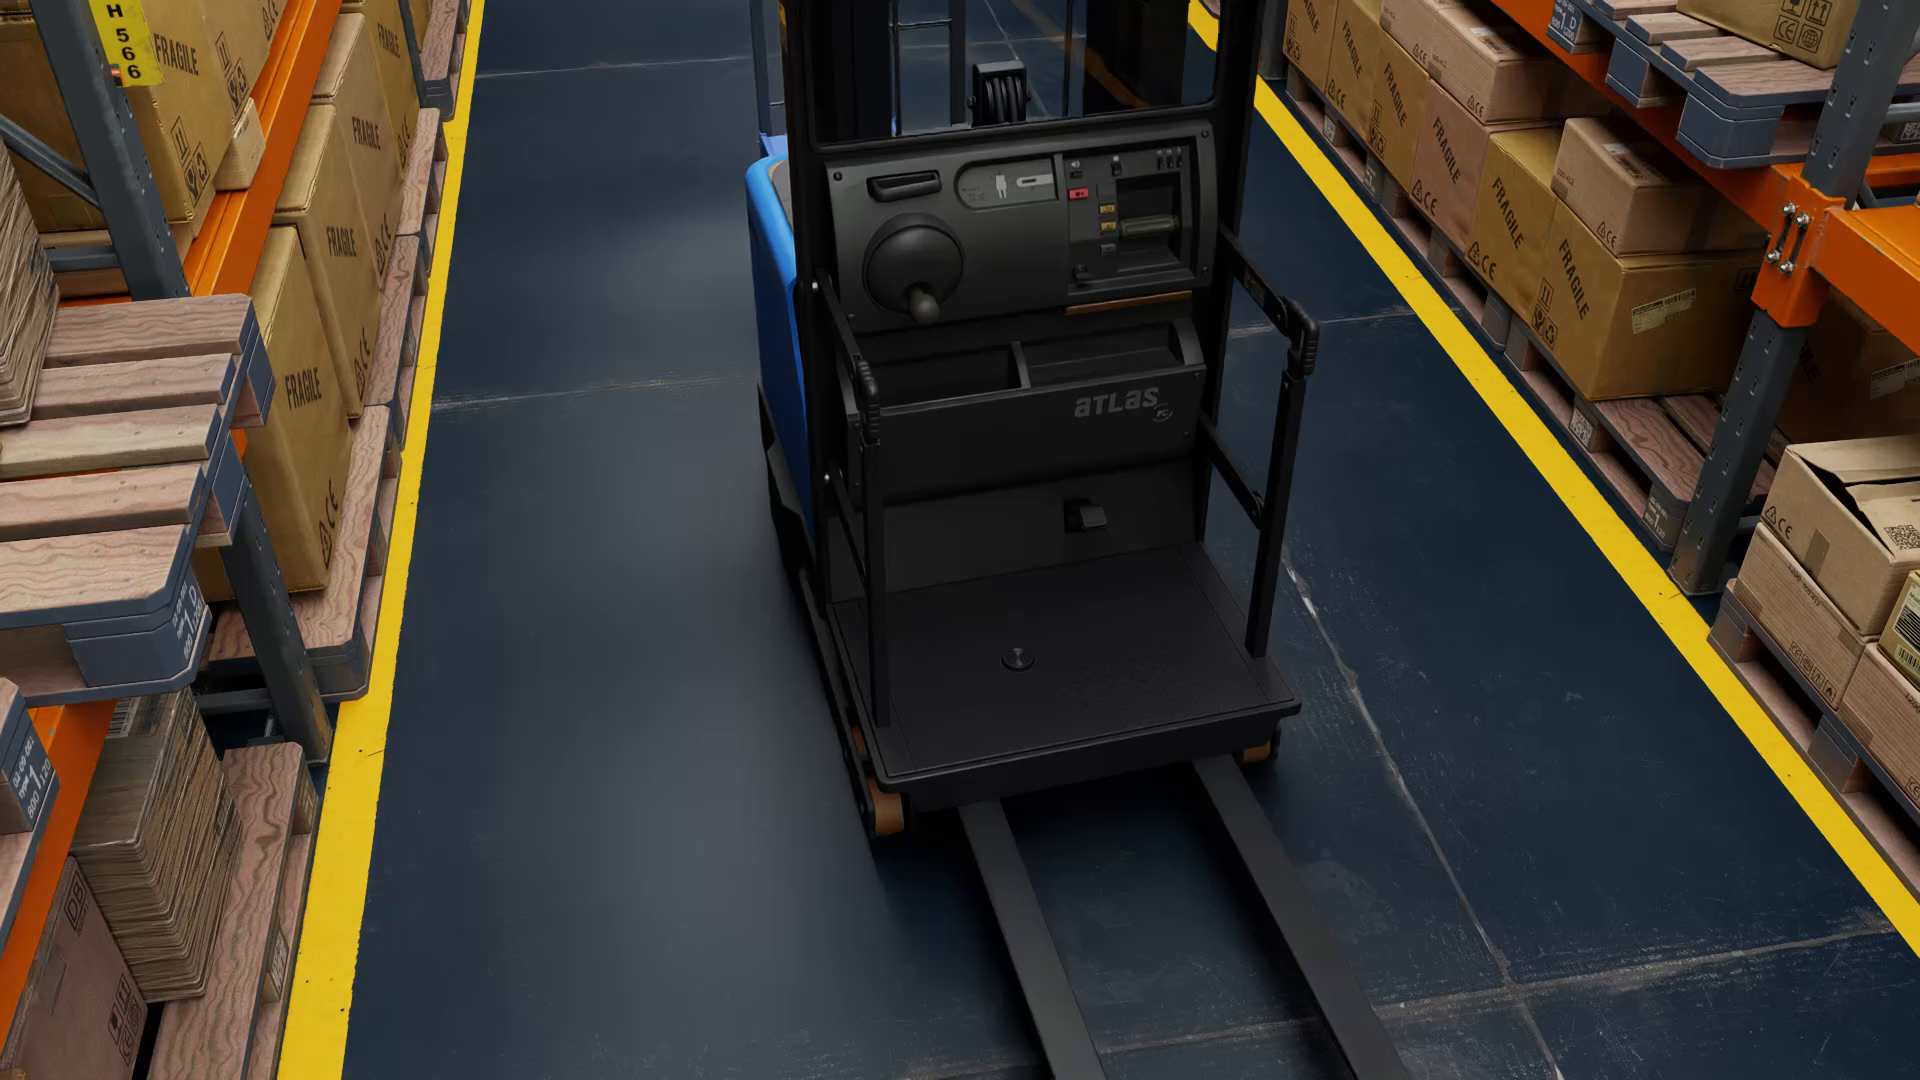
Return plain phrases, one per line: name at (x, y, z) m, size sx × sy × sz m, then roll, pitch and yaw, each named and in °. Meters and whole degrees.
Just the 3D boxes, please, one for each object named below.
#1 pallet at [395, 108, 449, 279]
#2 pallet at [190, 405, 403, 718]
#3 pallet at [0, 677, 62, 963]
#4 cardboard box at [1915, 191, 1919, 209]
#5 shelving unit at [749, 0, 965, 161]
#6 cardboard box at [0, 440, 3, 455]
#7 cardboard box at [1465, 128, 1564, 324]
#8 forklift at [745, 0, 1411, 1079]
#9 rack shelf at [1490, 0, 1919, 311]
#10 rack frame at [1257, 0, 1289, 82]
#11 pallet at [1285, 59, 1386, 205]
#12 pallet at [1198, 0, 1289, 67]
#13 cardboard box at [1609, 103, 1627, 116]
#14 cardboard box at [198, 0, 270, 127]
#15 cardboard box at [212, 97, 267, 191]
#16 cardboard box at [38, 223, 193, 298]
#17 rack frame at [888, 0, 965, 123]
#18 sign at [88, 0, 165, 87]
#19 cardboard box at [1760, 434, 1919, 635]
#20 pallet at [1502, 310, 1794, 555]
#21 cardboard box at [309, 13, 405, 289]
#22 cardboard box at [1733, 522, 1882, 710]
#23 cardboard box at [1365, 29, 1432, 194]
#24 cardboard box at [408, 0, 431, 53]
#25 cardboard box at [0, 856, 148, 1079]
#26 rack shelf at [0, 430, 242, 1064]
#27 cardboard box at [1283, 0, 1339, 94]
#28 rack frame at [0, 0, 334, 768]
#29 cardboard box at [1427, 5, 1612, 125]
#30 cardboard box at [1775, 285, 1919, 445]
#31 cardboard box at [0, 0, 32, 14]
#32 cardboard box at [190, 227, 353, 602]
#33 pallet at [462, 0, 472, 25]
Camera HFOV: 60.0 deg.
pallet at (-2.693, -1.419, 6.905) m, size 1.003 × 0.211 × 1.213 m, roll -6°, pitch 38°, yaw -8°
pallet at (-2.266, 0.054, 5.008) m, size 1.003 × 0.211 × 1.213 m, roll -6°, pitch 38°, yaw -8°
pallet at (-1.814, 0.705, 2.054) m, size 1.003 × 0.211 × 1.213 m, roll -6°, pitch 38°, yaw -8°
cardboard box at (2.695, -0.838, 3.956) m, size 0.500 × 0.311 × 0.500 m, roll -4°, pitch 38°, yaw -5°
shelving unit at (-0.362, -1.309, 5.713) m, size 0.538 × 1.500 × 1.048 m, roll -9°, pitch 39°, yaw -12°
cardboard box at (-1.985, -0.158, 2.569) m, size 0.700 × 0.500 × 0.500 m, roll -10°, pitch 39°, yaw -12°
cardboard box at (2.189, -1.136, 5.947) m, size 0.500 × 0.500 × 0.500 m, roll -8°, pitch 38°, yaw -10°
forklift at (0.214, -0.665, 3.717) m, size 1.130 × 2.935 × 3.031 m, roll -9°, pitch 39°, yaw -12°
rack shelf at (2.324, -2.021, 5.993) m, size 1.077 × 0.370 × 4.000 m, roll -6°, pitch 38°, yaw -8°
rack frame at (1.973, -3.513, 7.328) m, size 1.000 × 3.000 × 0.127 m, roll -6°, pitch 38°, yaw -8°
pallet at (2.153, -1.925, 7.556) m, size 1.003 × 0.211 × 1.213 m, roll -6°, pitch 38°, yaw -8°
pallet at (1.854, -2.827, 8.717) m, size 1.003 × 0.211 × 1.213 m, roll -6°, pitch 38°, yaw -8°
cardboard box at (2.599, -1.524, 6.445) m, size 0.500 × 0.500 × 0.500 m, roll -7°, pitch 38°, yaw -9°
cardboard box at (-2.117, -1.365, 4.222) m, size 0.500 × 0.500 × 0.500 m, roll -5°, pitch 38°, yaw -6°
cardboard box at (-2.030, -1.018, 4.303) m, size 0.380 × 0.149 × 0.250 m, roll -5°, pitch 38°, yaw -7°
cardboard box at (-2.031, -0.695, 3.888) m, size 0.380 × 0.149 × 0.250 m, roll -7°, pitch 38°, yaw -9°
rack frame at (-0.231, -1.008, 5.325) m, size 0.500 × 1.500 × 0.032 m, roll -9°, pitch 39°, yaw -12°
sign at (-1.669, -1.052, 3.280) m, size 0.100 × 0.325 × 0.005 m, roll -6°, pitch 38°, yaw -8°
cardboard box at (2.477, -0.051, 4.313) m, size 0.500 × 0.311 × 0.500 m, roll -5°, pitch 38°, yaw -6°
pallet at (2.581, -0.451, 5.659) m, size 1.003 × 0.211 × 1.213 m, roll -6°, pitch 38°, yaw -8°
cardboard box at (-2.502, -1.380, 5.991) m, size 0.750 × 0.750 × 0.750 m, roll -5°, pitch 38°, yaw -7°
cardboard box at (2.477, 0.170, 4.485) m, size 0.500 × 0.250 × 0.500 m, roll -6°, pitch 38°, yaw -8°
cardboard box at (2.003, -1.758, 6.747) m, size 0.500 × 0.500 × 0.500 m, roll -6°, pitch 38°, yaw -7°
cardboard box at (-2.933, -2.620, 7.872) m, size 0.700 × 0.500 × 0.500 m, roll -6°, pitch 38°, yaw -7°
cardboard box at (-2.048, 1.004, 3.192) m, size 0.700 × 0.500 × 0.500 m, roll -6°, pitch 38°, yaw -8°
rack shelf at (-1.851, 0.930, 2.195) m, size 1.077 × 0.370 × 4.000 m, roll -6°, pitch 38°, yaw -8°
cardboard box at (1.818, -2.382, 7.550) m, size 0.500 × 0.500 × 0.500 m, roll -8°, pitch 39°, yaw -10°
rack frame at (-2.202, -0.562, 3.529) m, size 1.000 × 3.000 × 0.127 m, roll -6°, pitch 38°, yaw -8°
cardboard box at (2.082, -1.771, 6.152) m, size 0.500 × 0.250 × 0.500 m, roll -7°, pitch 38°, yaw -9°
cardboard box at (2.876, -0.590, 5.243) m, size 0.500 × 0.500 × 0.500 m, roll -5°, pitch 38°, yaw -6°
cardboard box at (-2.032, -1.343, 3.582) m, size 0.500 × 0.250 × 0.500 m, roll -5°, pitch 38°, yaw -7°
cardboard box at (-2.201, -0.338, 4.650) m, size 0.750 × 0.750 × 0.750 m, roll -7°, pitch 38°, yaw -9°
pallet at (-3.176, -3.083, 9.047) m, size 1.003 × 0.211 × 1.213 m, roll -6°, pitch 38°, yaw -8°
